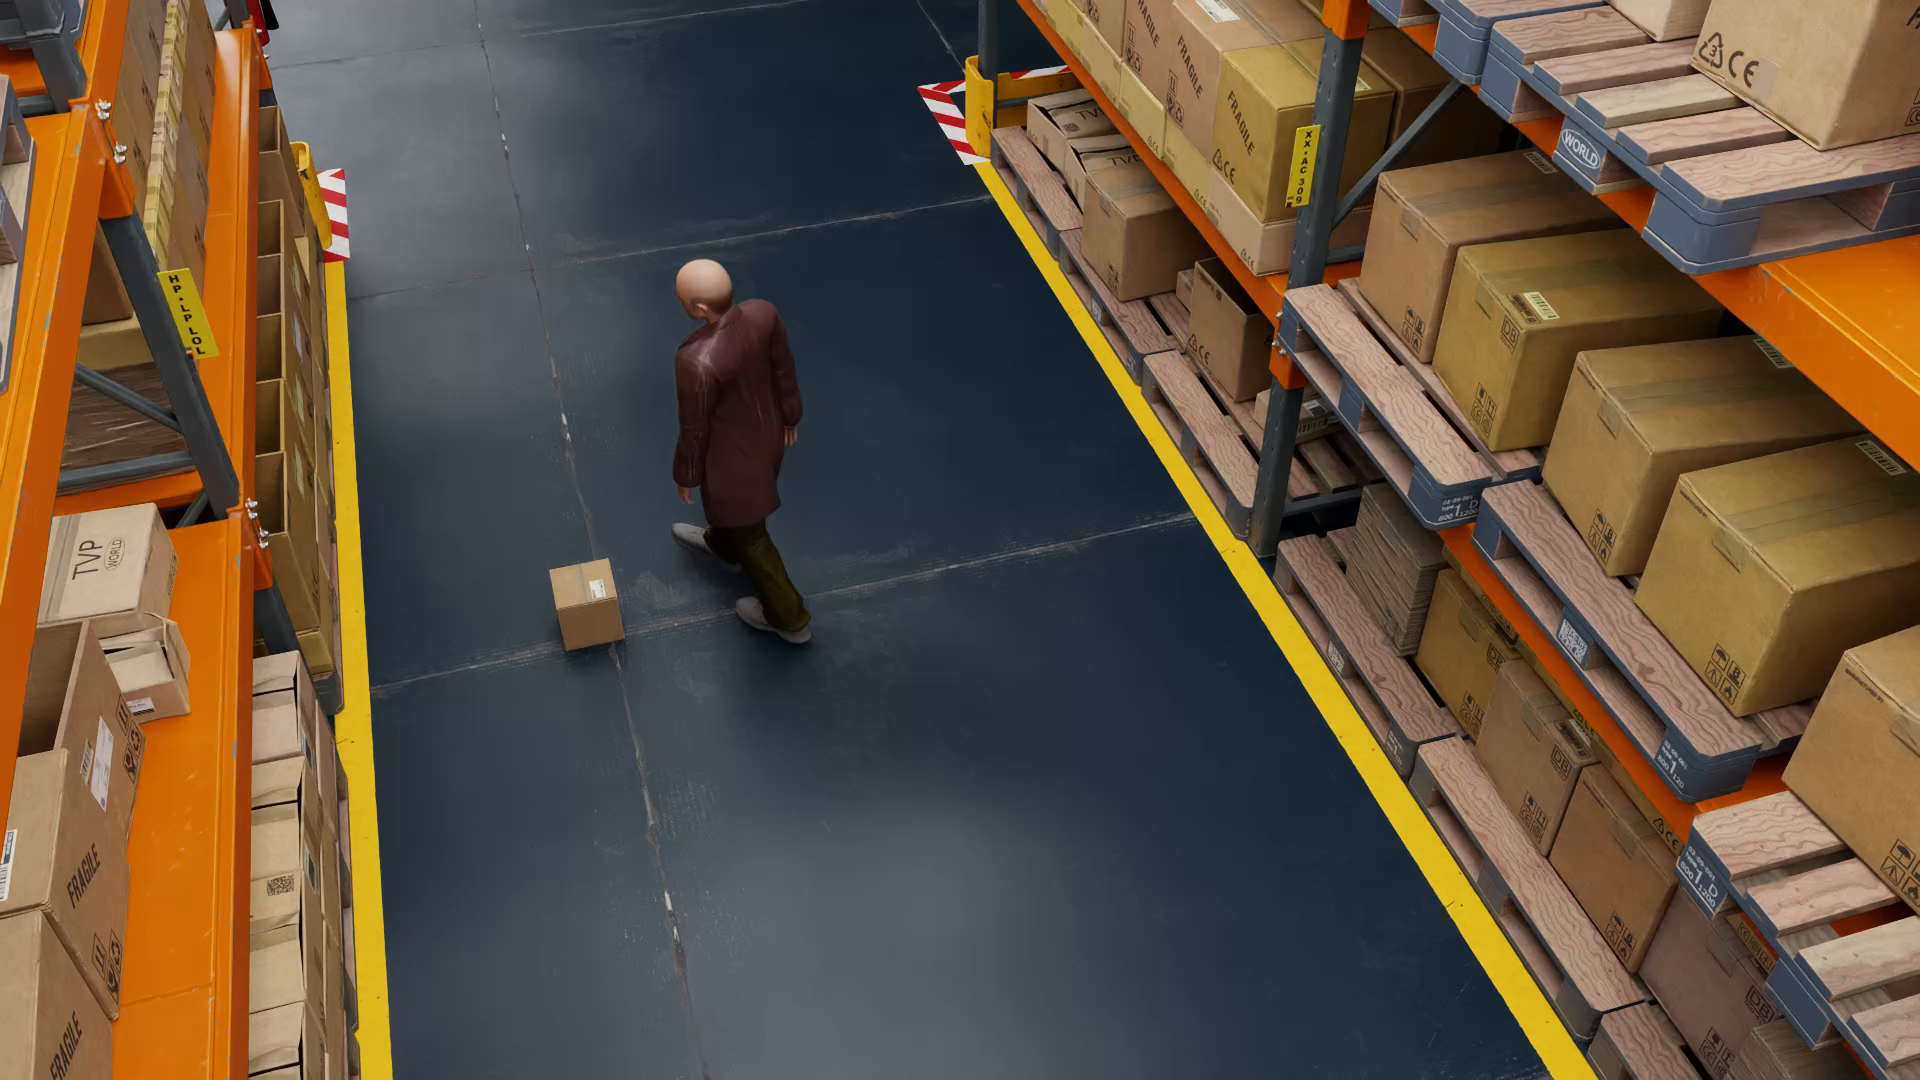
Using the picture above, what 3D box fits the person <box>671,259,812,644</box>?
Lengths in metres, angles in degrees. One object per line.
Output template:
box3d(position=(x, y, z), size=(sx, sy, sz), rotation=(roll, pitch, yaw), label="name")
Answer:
box3d(position=(-0.970, -0.405, 6.600), size=(0.854, 1.751, 0.615), rotation=(21, 46, 22), label="person")
